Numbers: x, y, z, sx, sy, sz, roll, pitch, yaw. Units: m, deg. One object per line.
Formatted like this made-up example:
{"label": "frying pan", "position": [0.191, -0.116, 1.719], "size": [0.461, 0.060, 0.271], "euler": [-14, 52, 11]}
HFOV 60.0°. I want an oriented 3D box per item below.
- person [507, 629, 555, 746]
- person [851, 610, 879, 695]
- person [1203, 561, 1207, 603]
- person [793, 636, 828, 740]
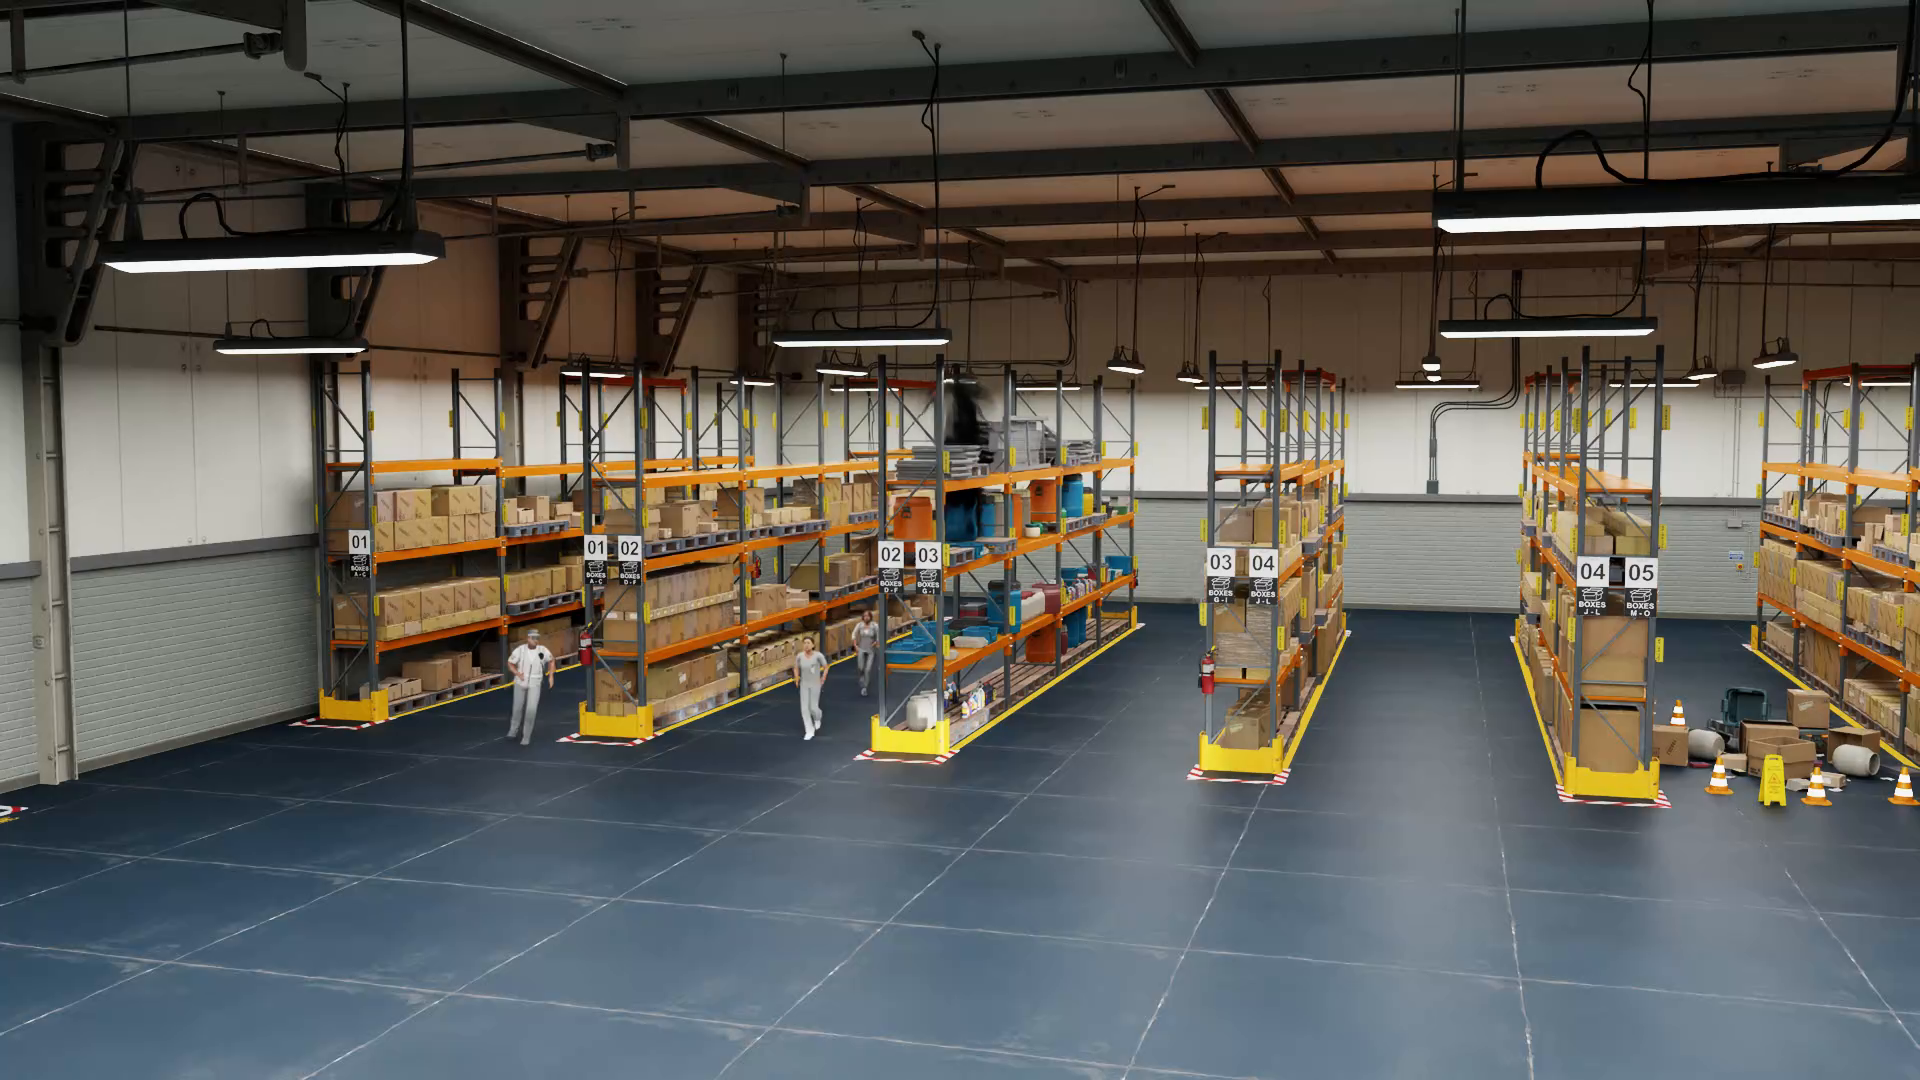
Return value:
{"label": "person", "position": [-6.708, 2.272, 25.963], "size": [0.746, 1.796, 0.690], "euler": [-1, 4, -14]}
{"label": "person", "position": [-1.714, 2.058, 30.442], "size": [0.547, 1.557, 0.520], "euler": [0, 4, -3]}
{"label": "person", "position": [6.469, 1.154, 42.727], "size": [0.553, 1.610, 0.580], "euler": [3, 5, 36]}
{"label": "person", "position": [-2.360, 2.331, 26.229], "size": [0.559, 1.600, 0.573], "euler": [1, 4, 10]}
